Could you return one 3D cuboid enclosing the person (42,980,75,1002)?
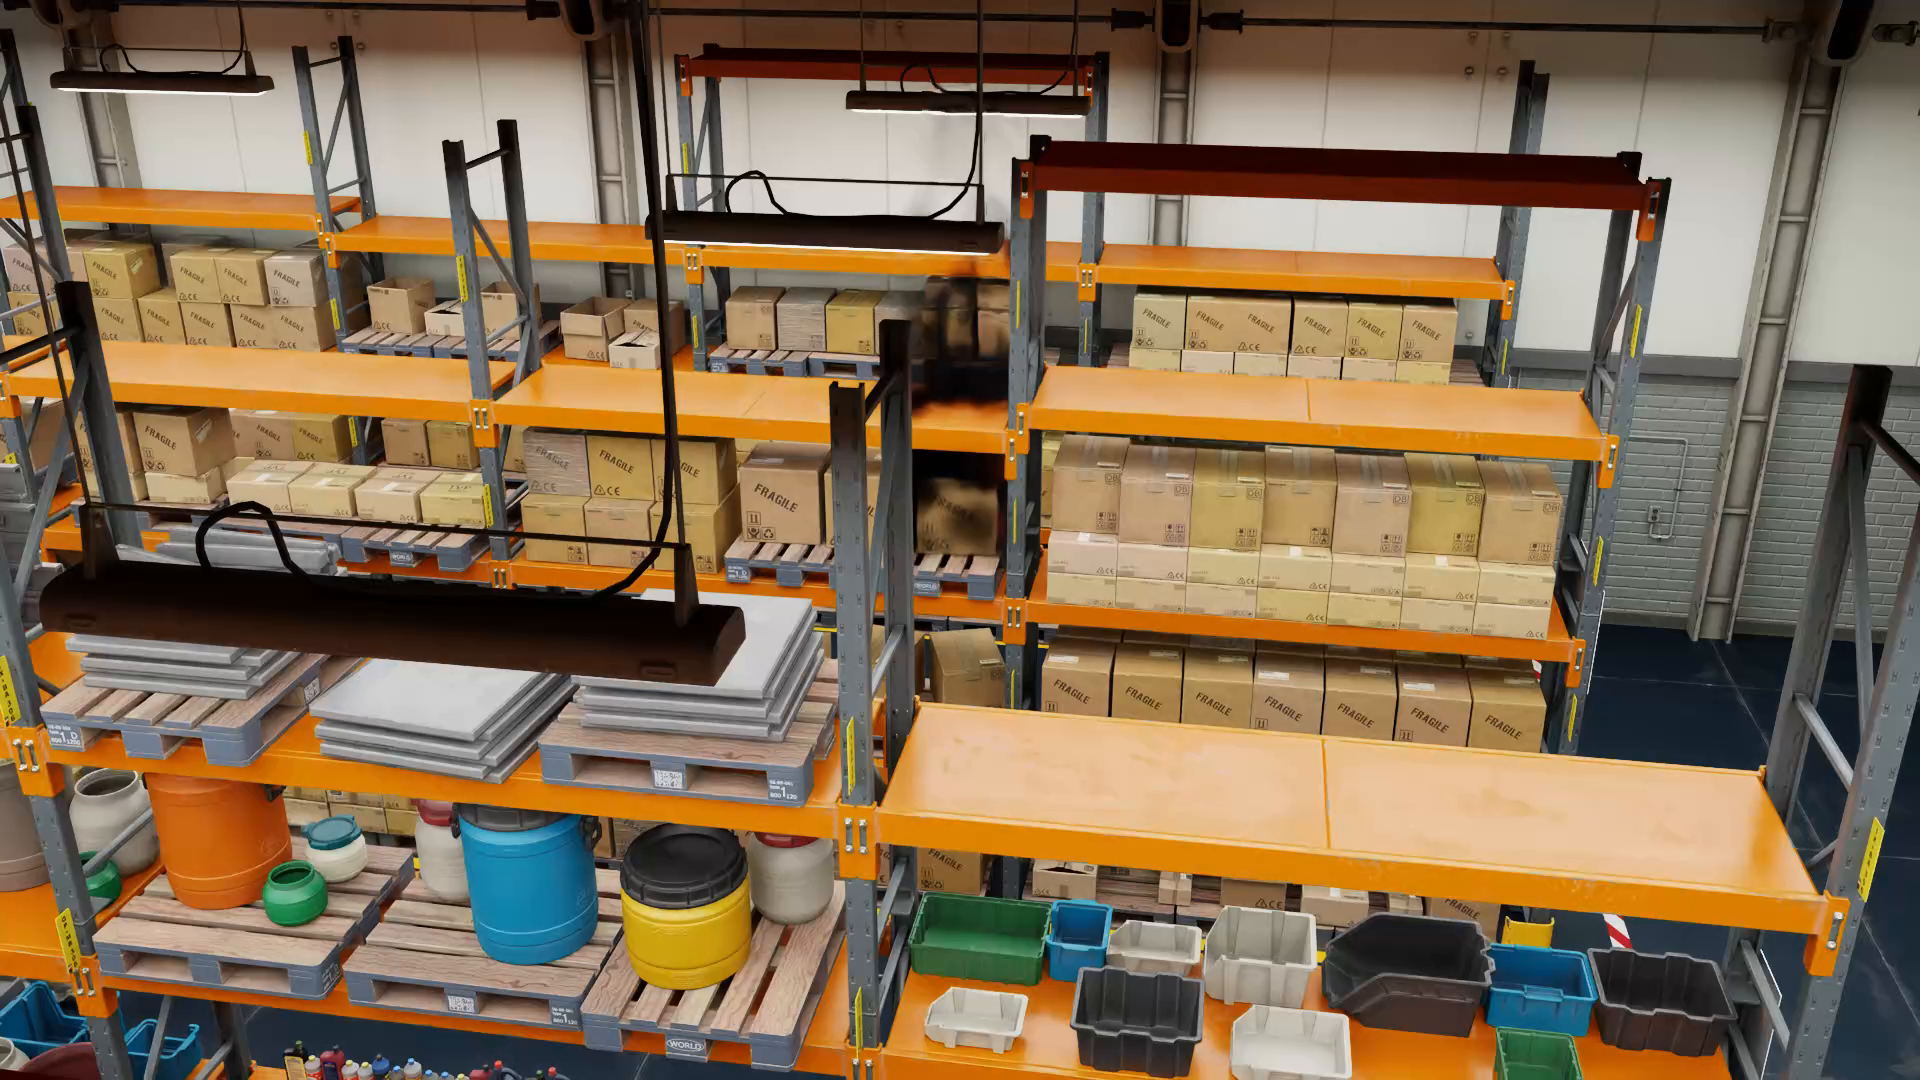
[{"bbox_3d":[-6.844,2.645,11.946,0.806,1.705,0.555,-2,23,-5],"label":"person"}]
